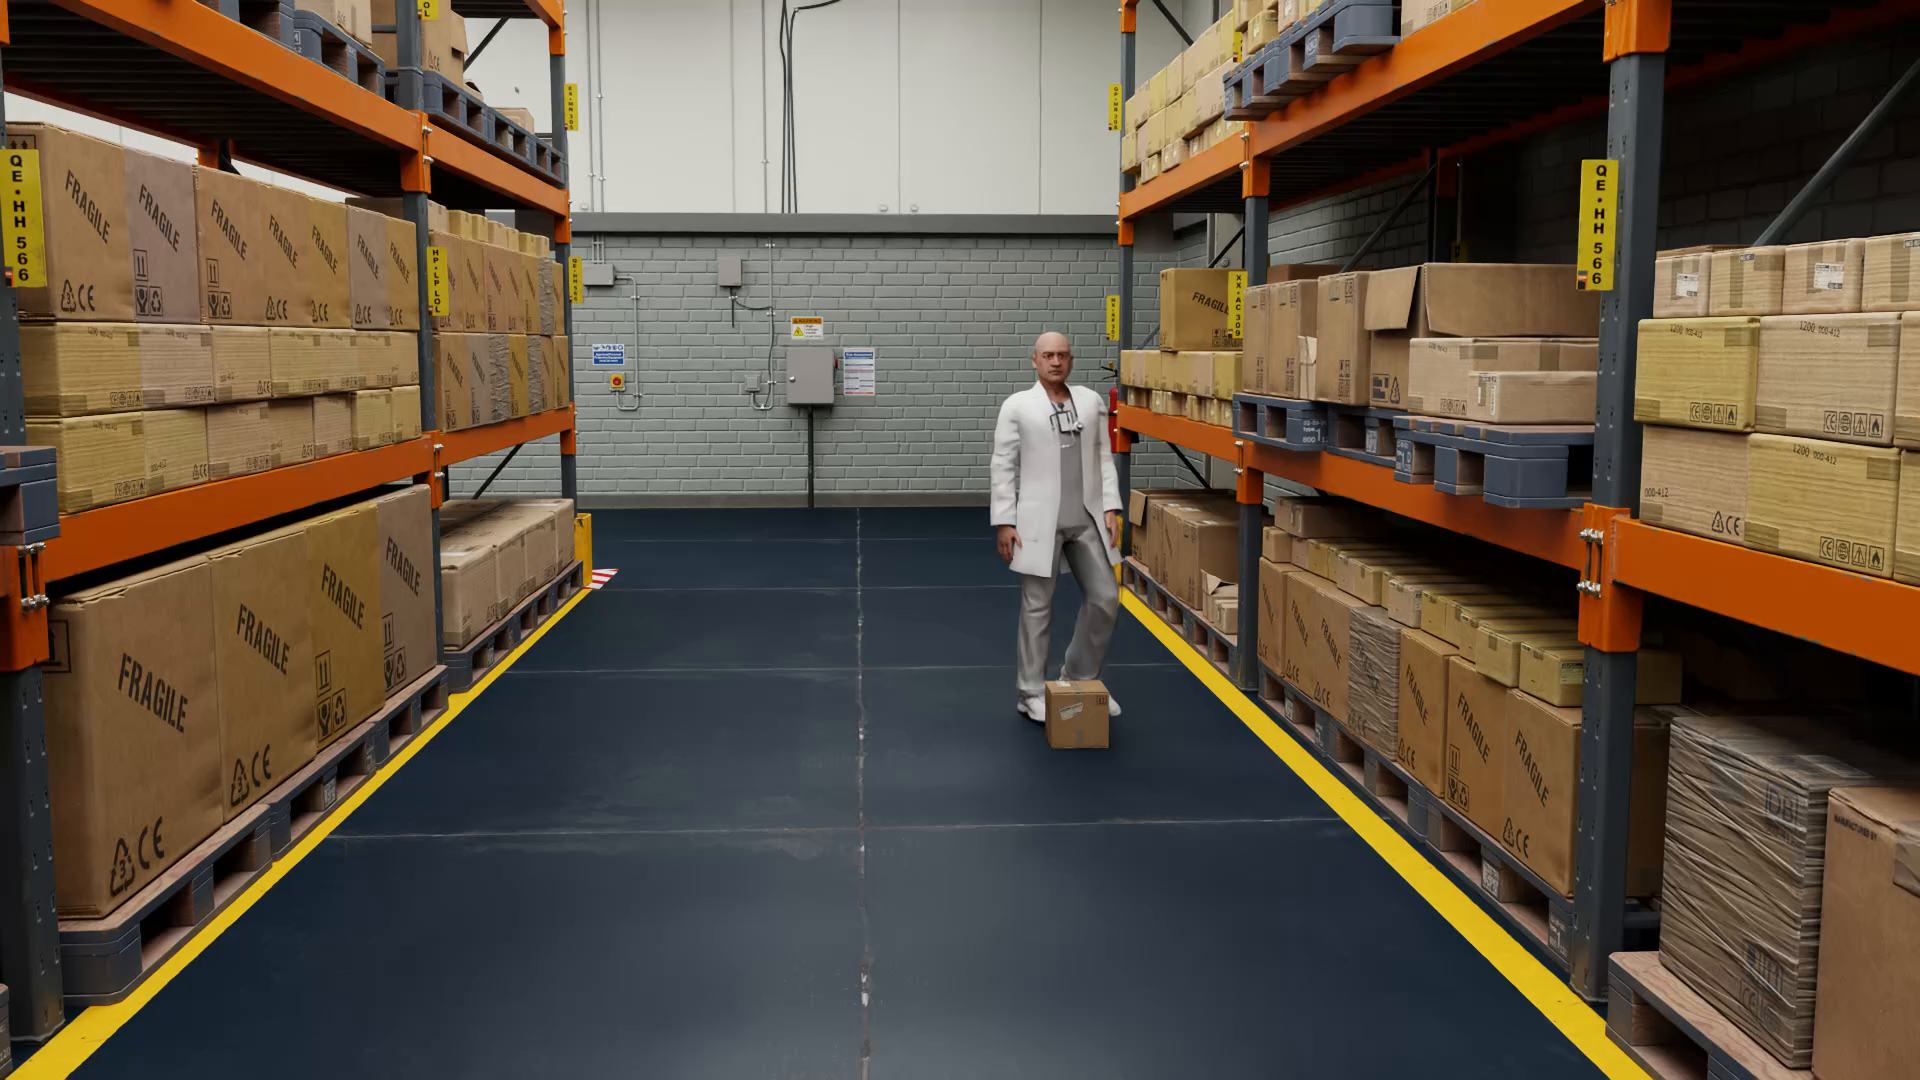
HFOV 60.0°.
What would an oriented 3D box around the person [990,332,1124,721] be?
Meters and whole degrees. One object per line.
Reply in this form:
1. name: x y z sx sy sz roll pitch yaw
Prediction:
1. person: 0.458 -0.058 7.715 0.623 1.804 0.440 -2 7 -17
